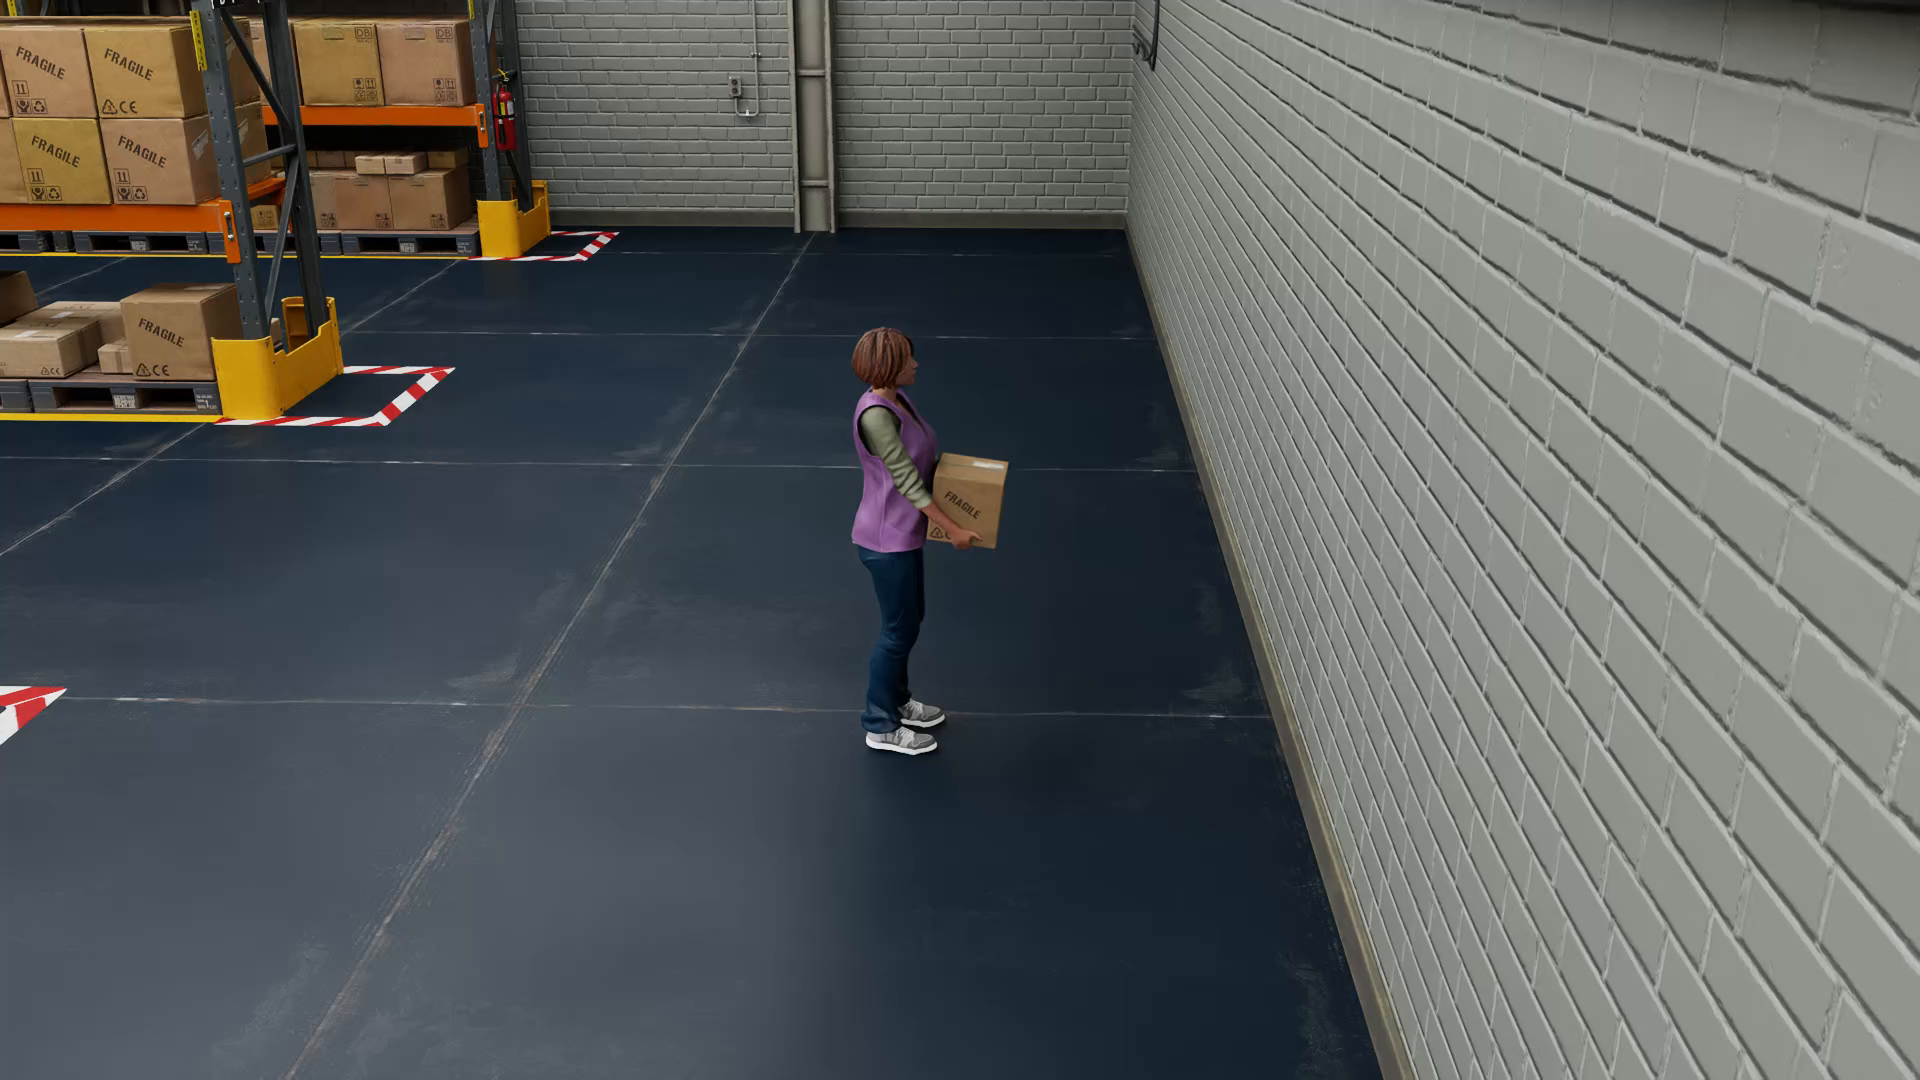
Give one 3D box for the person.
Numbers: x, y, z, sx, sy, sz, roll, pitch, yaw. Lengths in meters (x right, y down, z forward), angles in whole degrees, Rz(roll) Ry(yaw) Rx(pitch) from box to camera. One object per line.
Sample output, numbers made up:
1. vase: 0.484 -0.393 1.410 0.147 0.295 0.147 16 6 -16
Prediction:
1. person: -0.147 0.008 6.087 0.495 1.592 0.401 2 21 5
